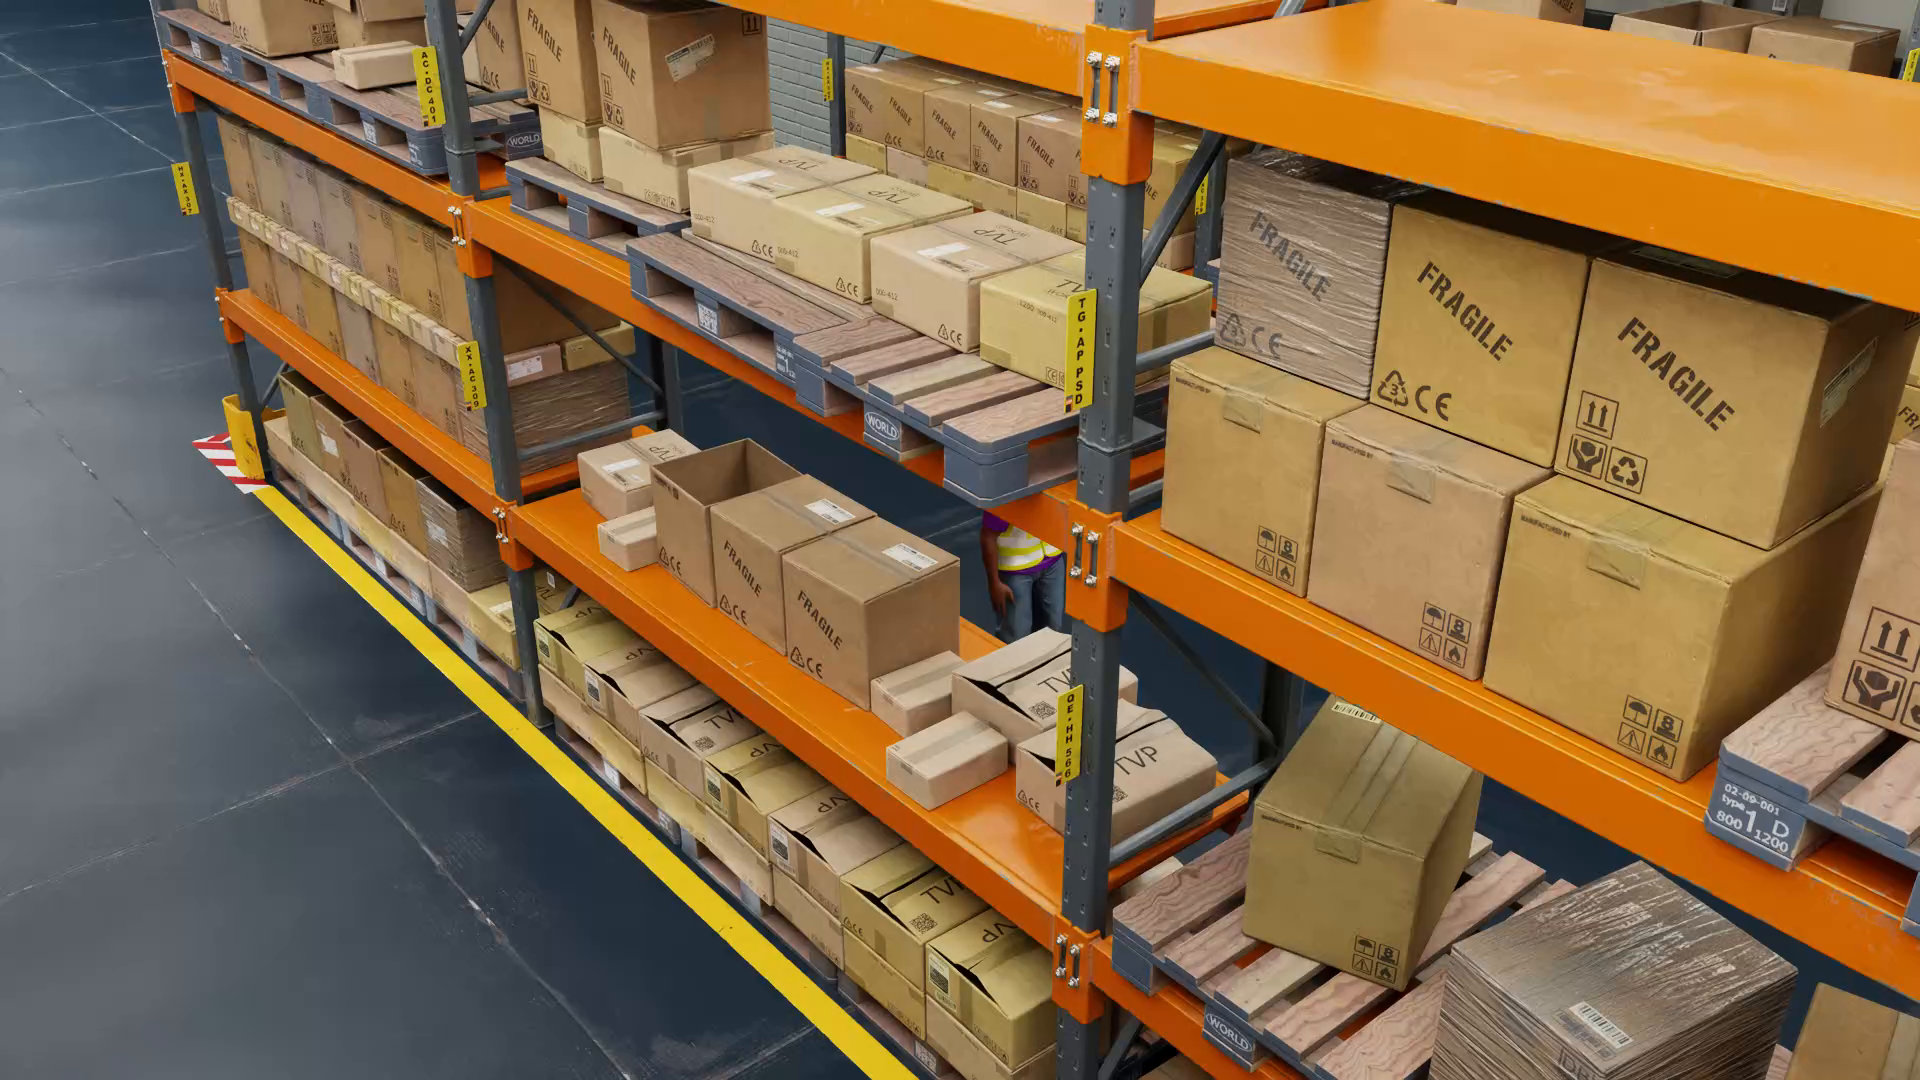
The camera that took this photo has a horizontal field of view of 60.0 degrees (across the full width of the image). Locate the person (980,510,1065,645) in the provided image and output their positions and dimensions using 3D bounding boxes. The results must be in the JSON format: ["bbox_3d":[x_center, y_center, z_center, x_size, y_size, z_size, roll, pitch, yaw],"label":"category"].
[{"bbox_3d":[0.365,0.124,8.368,0.636,1.761,0.454,-24,36,-37],"label":"person"}]
